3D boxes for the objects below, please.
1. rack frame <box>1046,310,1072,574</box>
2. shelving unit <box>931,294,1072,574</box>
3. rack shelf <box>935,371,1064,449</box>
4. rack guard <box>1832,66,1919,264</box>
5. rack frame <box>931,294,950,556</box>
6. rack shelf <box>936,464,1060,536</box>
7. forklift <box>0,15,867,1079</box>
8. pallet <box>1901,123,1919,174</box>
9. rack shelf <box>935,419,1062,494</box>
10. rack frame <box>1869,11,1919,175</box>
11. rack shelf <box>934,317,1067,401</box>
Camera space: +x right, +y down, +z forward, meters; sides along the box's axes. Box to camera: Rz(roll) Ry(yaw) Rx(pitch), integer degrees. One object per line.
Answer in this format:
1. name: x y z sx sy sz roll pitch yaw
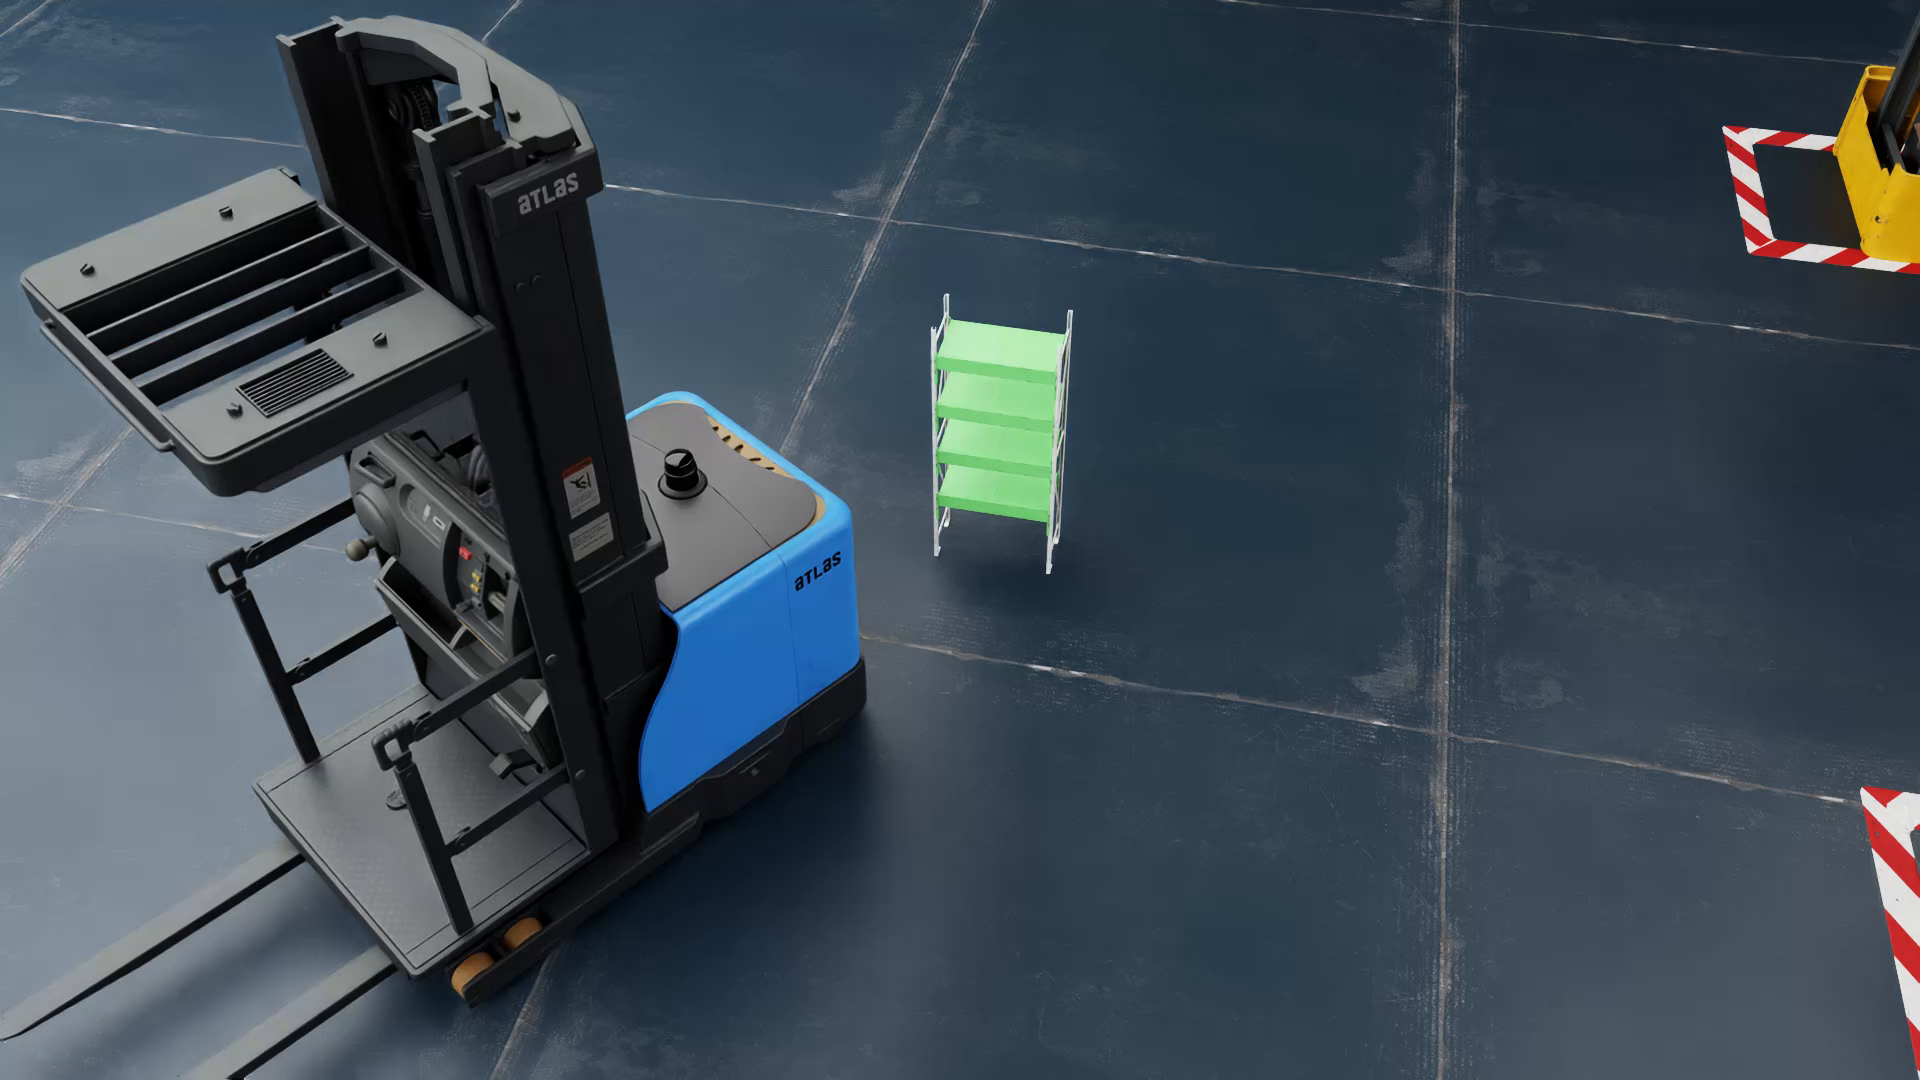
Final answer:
1. rack frame: 0.400 -0.370 6.730 0.015 1.200 0.240 9 45 9
2. shelving unit: 0.162 -0.407 6.768 0.503 1.200 0.258 9 45 9
3. rack shelf: 0.162 -0.534 6.646 0.480 0.148 0.258 9 45 9
4. rack guard: 5.057 -2.038 8.967 0.348 0.500 1.175 9 45 9
5. rack frame: -0.077 -0.444 6.806 0.015 1.200 0.240 9 45 9
6. rack shelf: 0.162 -0.188 6.979 0.480 0.148 0.258 9 45 9
7. forklift: -1.765 0.086 5.007 3.031 2.935 1.130 -34 54 -30
8. pallet: 5.835 -1.843 8.972 1.213 0.211 1.003 9 45 9
9. rack shelf: 0.162 -0.361 6.812 0.480 0.148 0.258 9 45 9
10. rack frame: 5.080 -2.935 8.096 0.127 3.000 1.000 9 45 9
11. rack shelf: 0.162 -0.707 6.479 0.480 0.148 0.258 9 45 9
